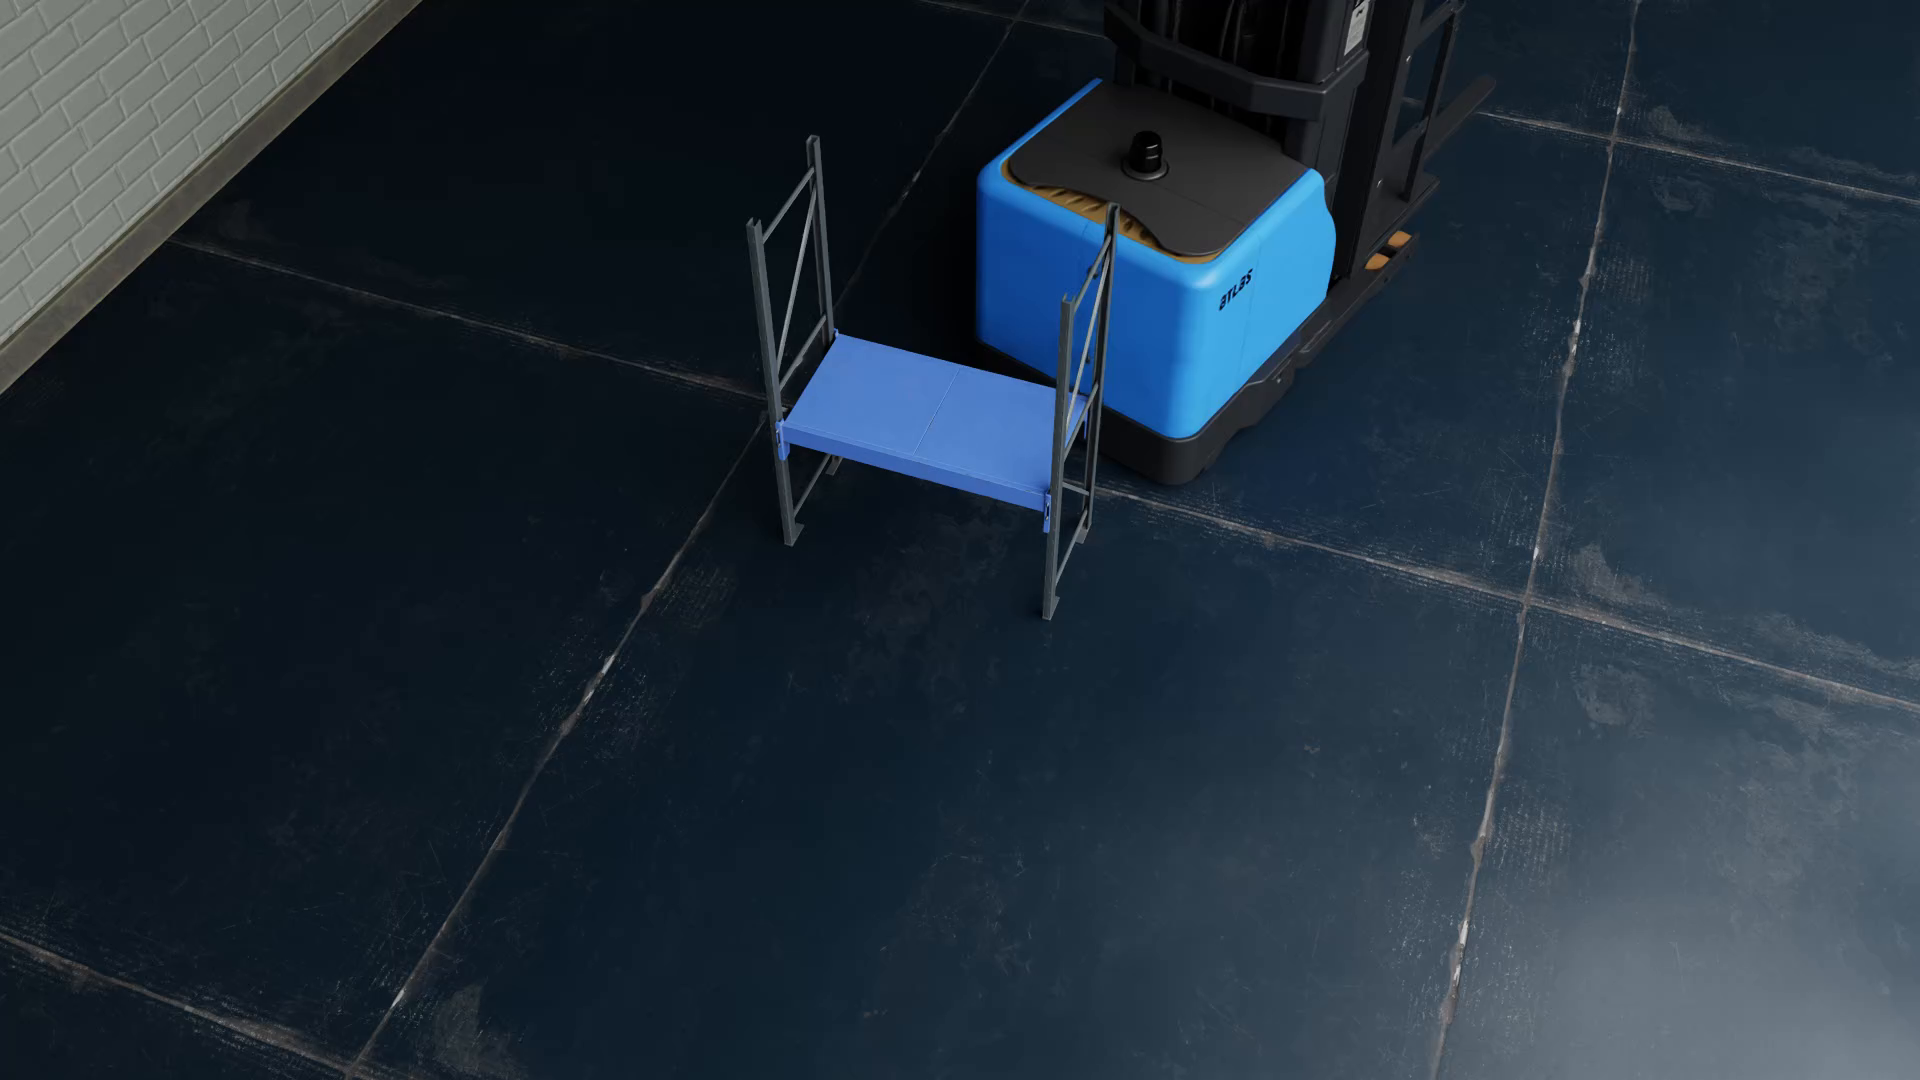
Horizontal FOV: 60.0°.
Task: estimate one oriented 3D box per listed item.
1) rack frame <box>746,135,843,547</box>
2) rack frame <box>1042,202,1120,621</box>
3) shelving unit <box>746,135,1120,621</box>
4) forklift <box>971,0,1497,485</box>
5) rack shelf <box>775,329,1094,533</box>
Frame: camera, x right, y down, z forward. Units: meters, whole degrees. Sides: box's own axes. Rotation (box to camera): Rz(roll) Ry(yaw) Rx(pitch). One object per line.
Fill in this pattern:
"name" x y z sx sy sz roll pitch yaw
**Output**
"rack frame" -0.557 -0.647 5.818 0.032 1.500 0.500 16 51 13
"rack frame" 0.397 -0.380 5.587 0.032 1.500 0.500 16 51 13
"shelving unit" -0.080 -0.514 5.703 1.048 1.500 0.538 16 51 13
"forklift" 1.341 -2.235 6.248 1.130 2.935 3.031 30 56 24
"rack shelf" -0.080 -0.396 5.839 1.000 0.185 0.538 16 51 13
